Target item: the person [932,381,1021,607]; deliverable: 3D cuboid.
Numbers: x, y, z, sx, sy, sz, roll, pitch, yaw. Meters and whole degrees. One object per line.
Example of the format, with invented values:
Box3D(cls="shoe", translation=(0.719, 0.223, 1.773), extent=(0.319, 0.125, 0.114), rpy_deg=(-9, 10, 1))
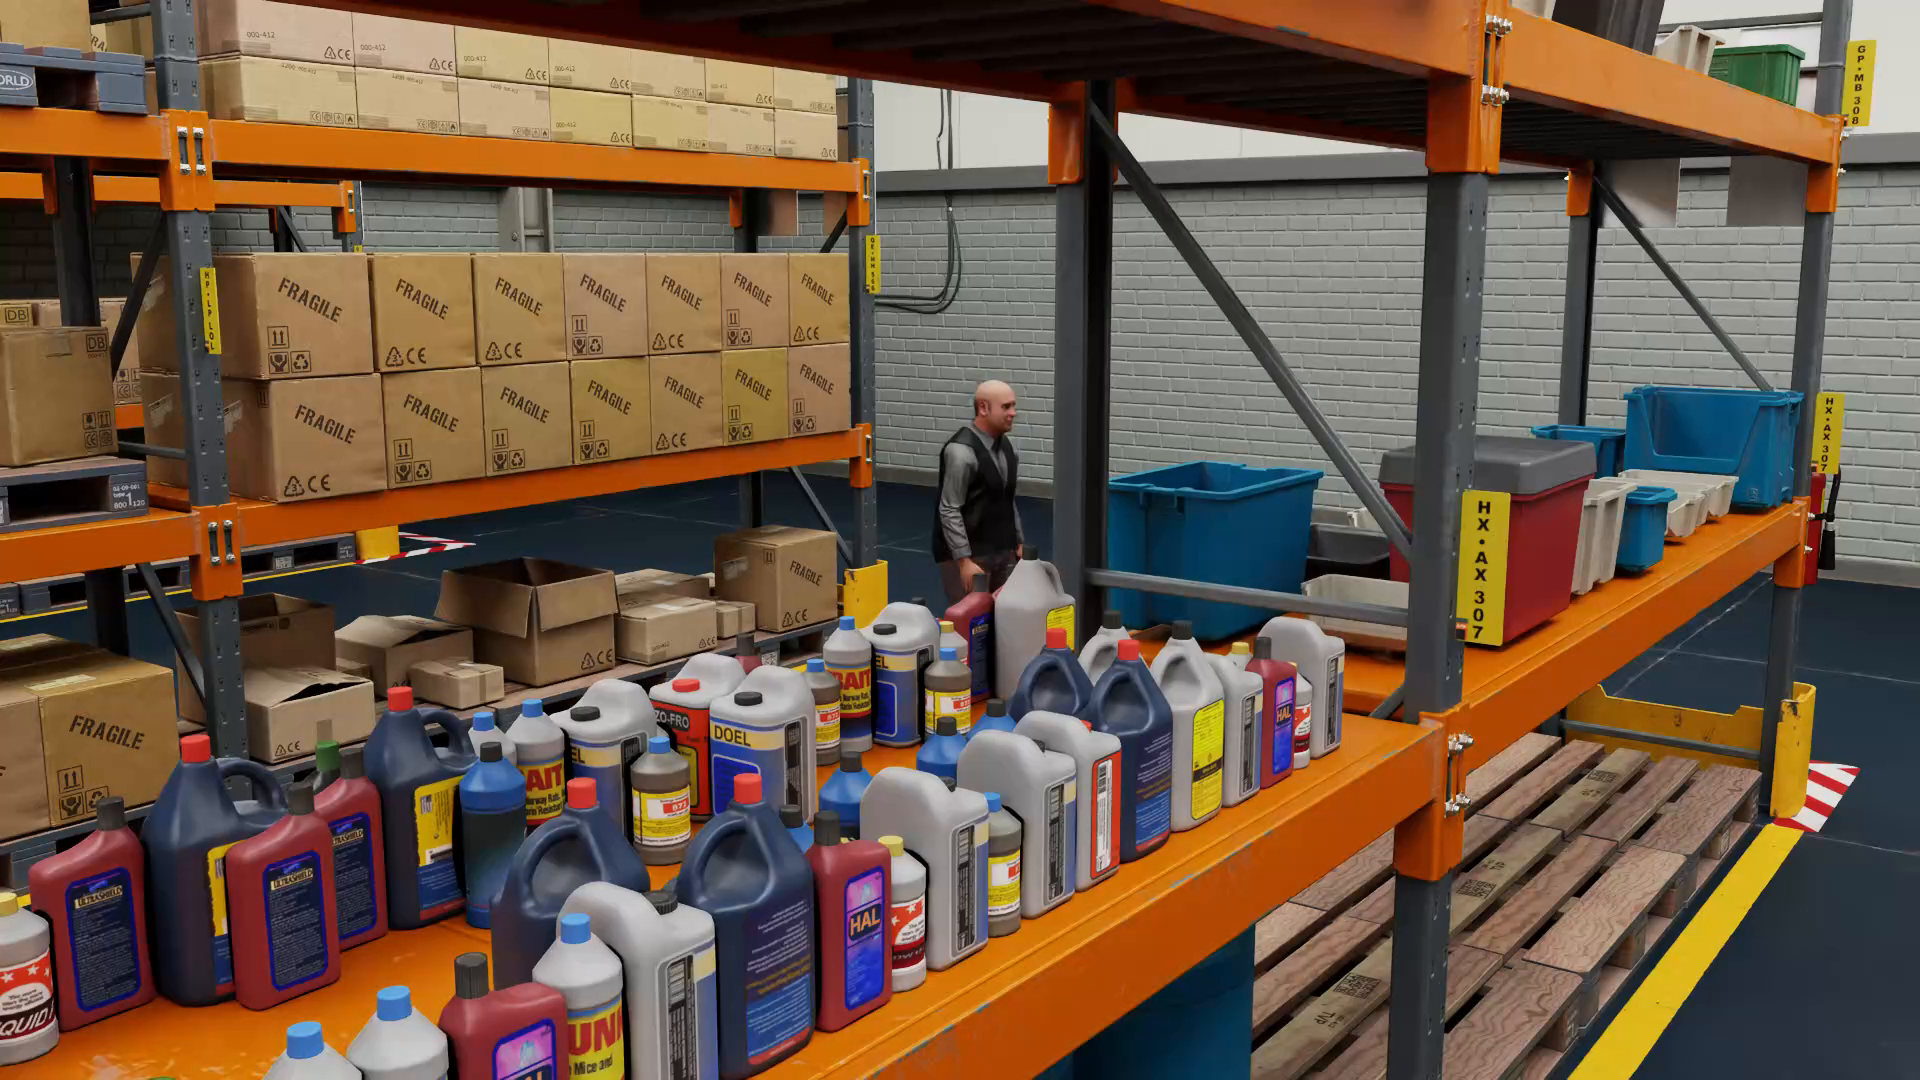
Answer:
Box3D(cls="person", translation=(0.120, 0.109, 7.831), extent=(0.475, 1.719, 0.578), rpy_deg=(6, 12, 33))
